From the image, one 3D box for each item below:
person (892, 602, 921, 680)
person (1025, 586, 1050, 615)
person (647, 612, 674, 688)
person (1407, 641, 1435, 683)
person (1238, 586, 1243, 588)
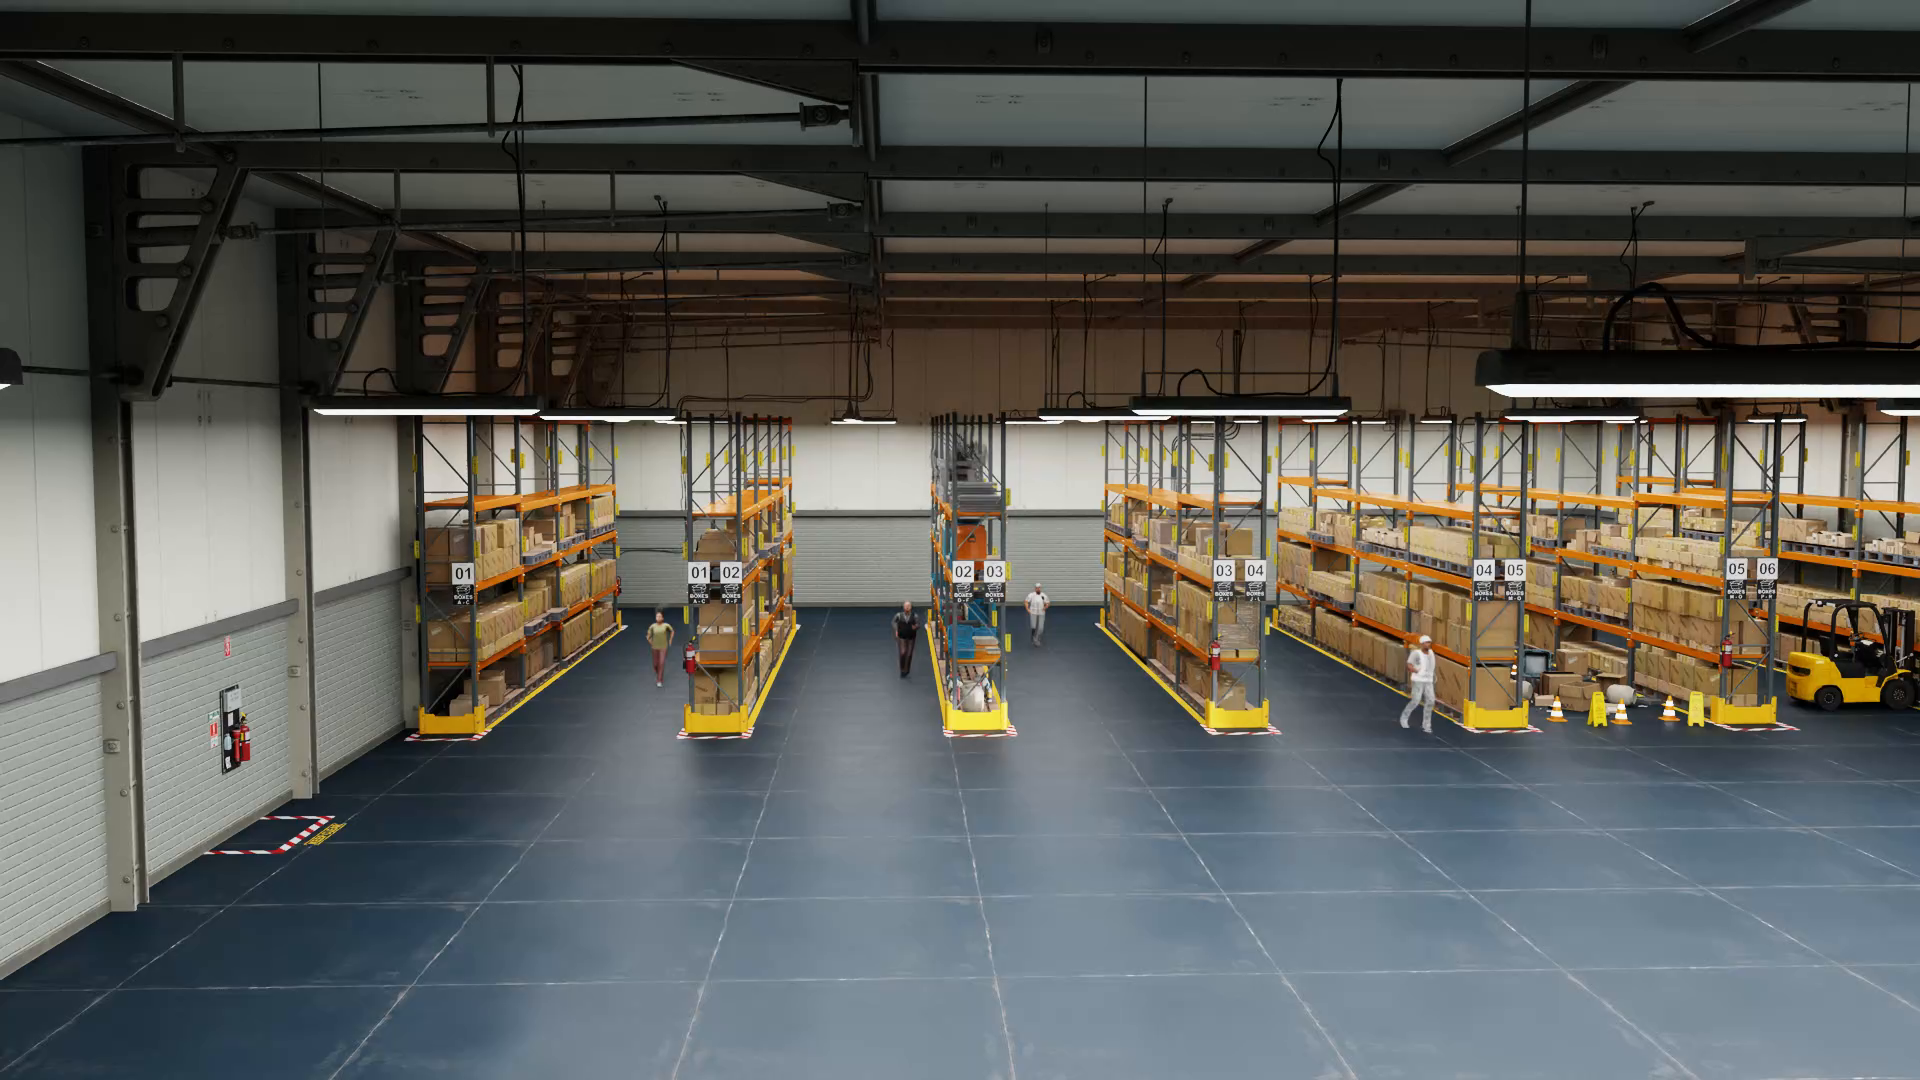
[{"bbox_3d":[-1.209,2.293,37.918,0.638,1.784,0.781,-1,4,-9],"label":"person"},{"bbox_3d":[2.034,1.571,43.404,0.668,0.799,0.460,0,4,-1],"label":"person"},{"bbox_3d":[-6.636,2.405,36.831,0.593,1.640,0.875,0,4,-5],"label":"person"},{"bbox_3d":[8.741,2.323,31.310,0.747,0.812,0.478,-2,4,-30],"label":"person"},{"bbox_3d":[7.888,1.321,47.542,0.778,1.145,0.452,2,4,28],"label":"person"}]
